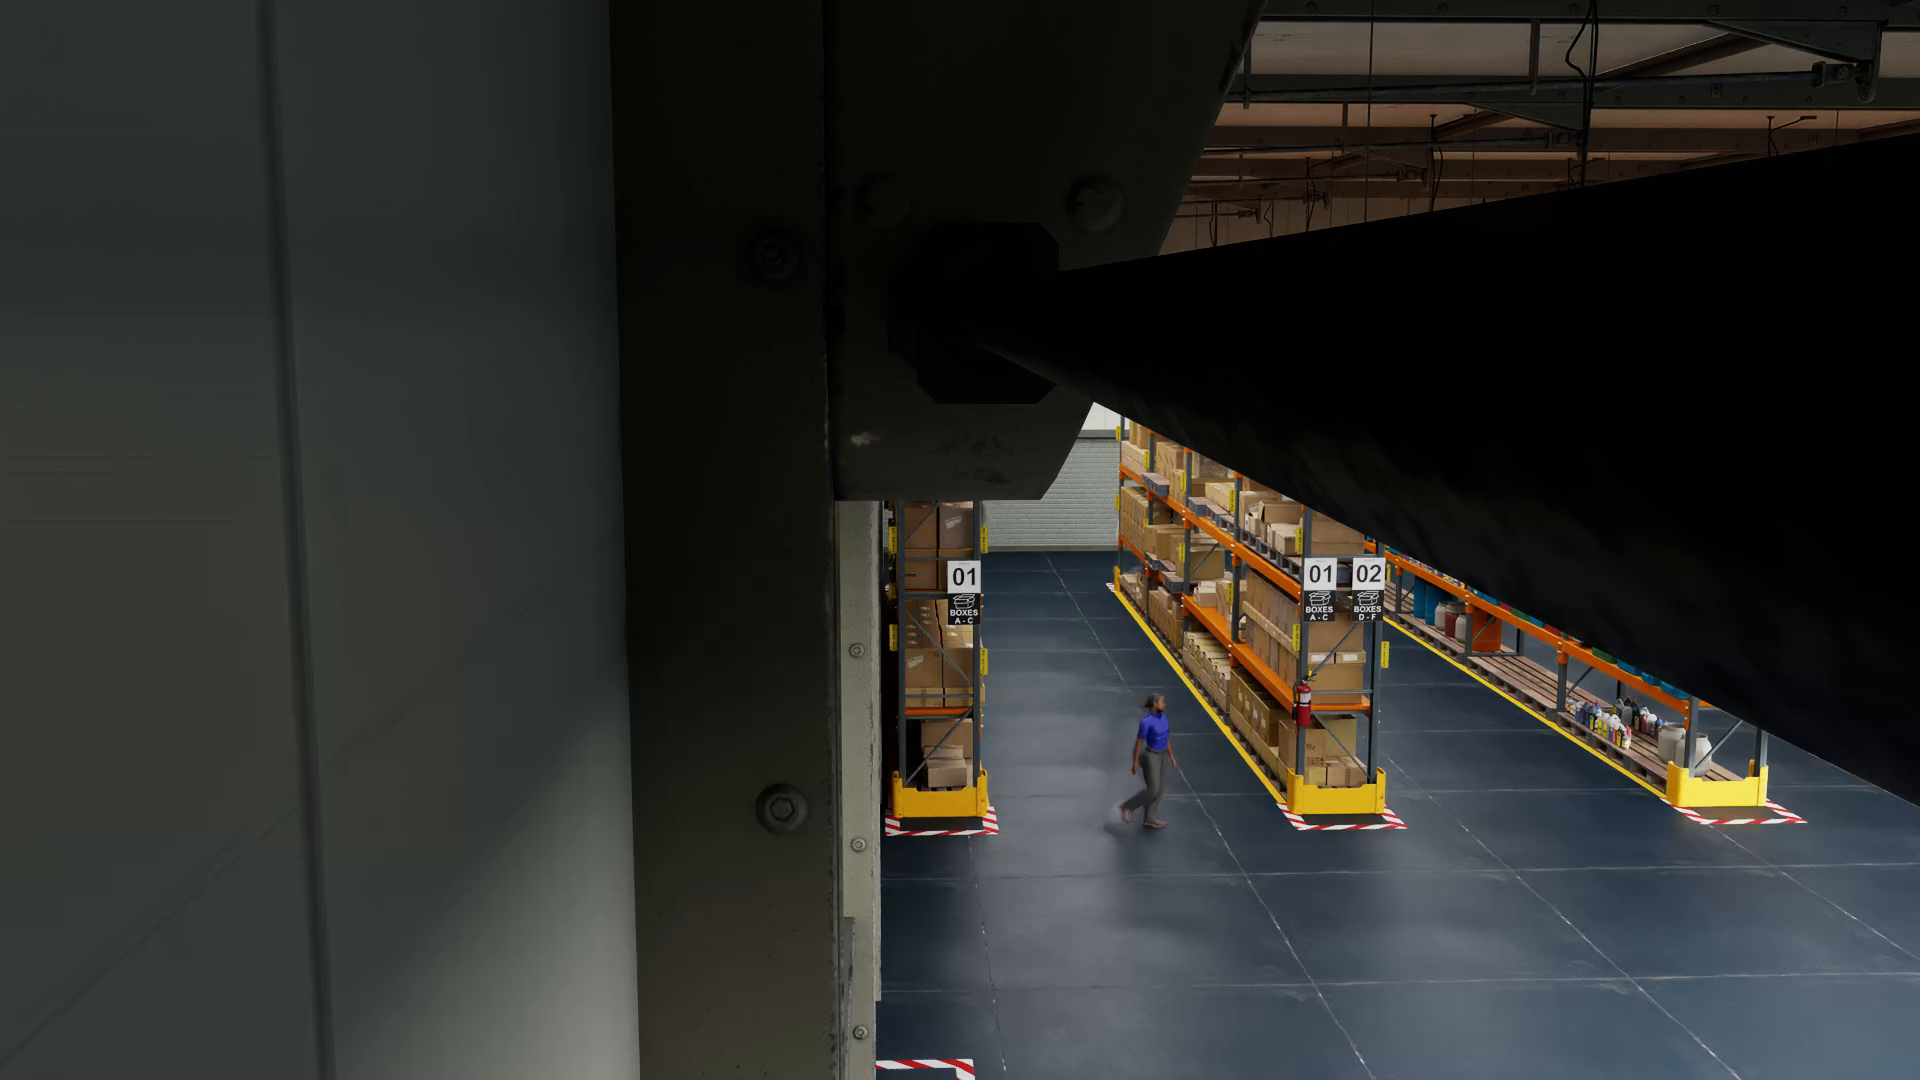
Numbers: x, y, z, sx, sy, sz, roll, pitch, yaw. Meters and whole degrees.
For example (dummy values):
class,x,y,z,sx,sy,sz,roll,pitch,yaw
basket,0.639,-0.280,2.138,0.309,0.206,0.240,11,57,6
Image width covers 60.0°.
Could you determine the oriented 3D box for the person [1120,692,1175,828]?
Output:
class,x,y,z,sx,sy,sz,roll,pitch,yaw
person,2.246,2.651,19.995,0.558,1.651,0.599,5,10,31
